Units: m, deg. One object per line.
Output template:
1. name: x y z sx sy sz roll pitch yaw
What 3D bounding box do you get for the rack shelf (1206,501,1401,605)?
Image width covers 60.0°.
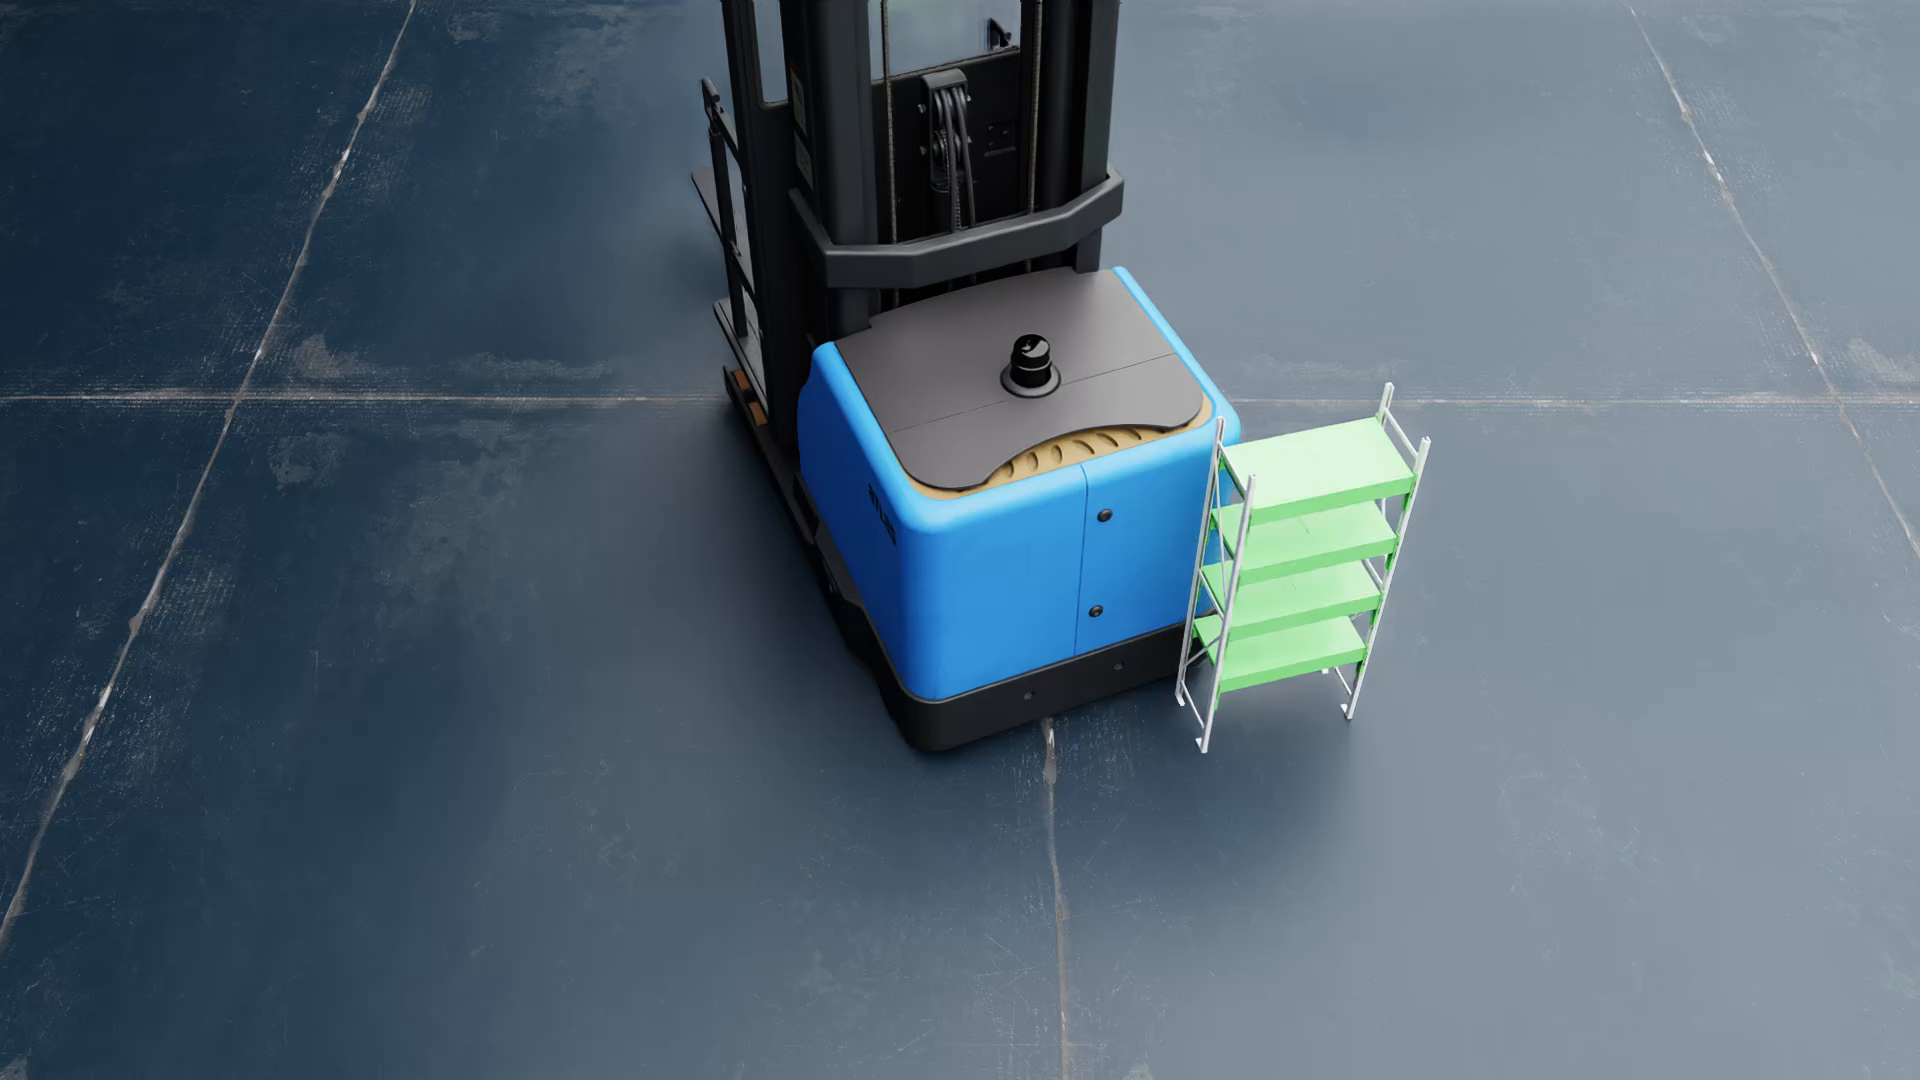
1. rack shelf: 0.957 -0.003 4.693 0.480 0.148 0.258 -12 48 -11

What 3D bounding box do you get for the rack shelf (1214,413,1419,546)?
1. rack shelf: 0.957 -0.167 4.517 0.480 0.148 0.258 -12 48 -11

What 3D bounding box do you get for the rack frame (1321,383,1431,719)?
1. rack frame: 1.192 0.069 4.866 0.015 1.200 0.240 -12 48 -11

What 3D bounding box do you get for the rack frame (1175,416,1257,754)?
1. rack frame: 0.723 0.165 4.777 0.015 1.200 0.240 -12 48 -11

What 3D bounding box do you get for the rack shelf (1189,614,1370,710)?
1. rack shelf: 0.957 0.324 5.044 0.480 0.148 0.258 -12 48 -11

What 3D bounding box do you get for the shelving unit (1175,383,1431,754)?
1. shelving unit: 0.957 0.117 4.821 0.503 1.200 0.258 -12 48 -11

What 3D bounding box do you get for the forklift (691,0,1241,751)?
1. forklift: -0.225 -1.454 5.101 1.130 2.935 3.031 -17 49 -15

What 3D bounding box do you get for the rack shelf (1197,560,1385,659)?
1. rack shelf: 0.957 0.161 4.868 0.480 0.148 0.258 -12 48 -11
